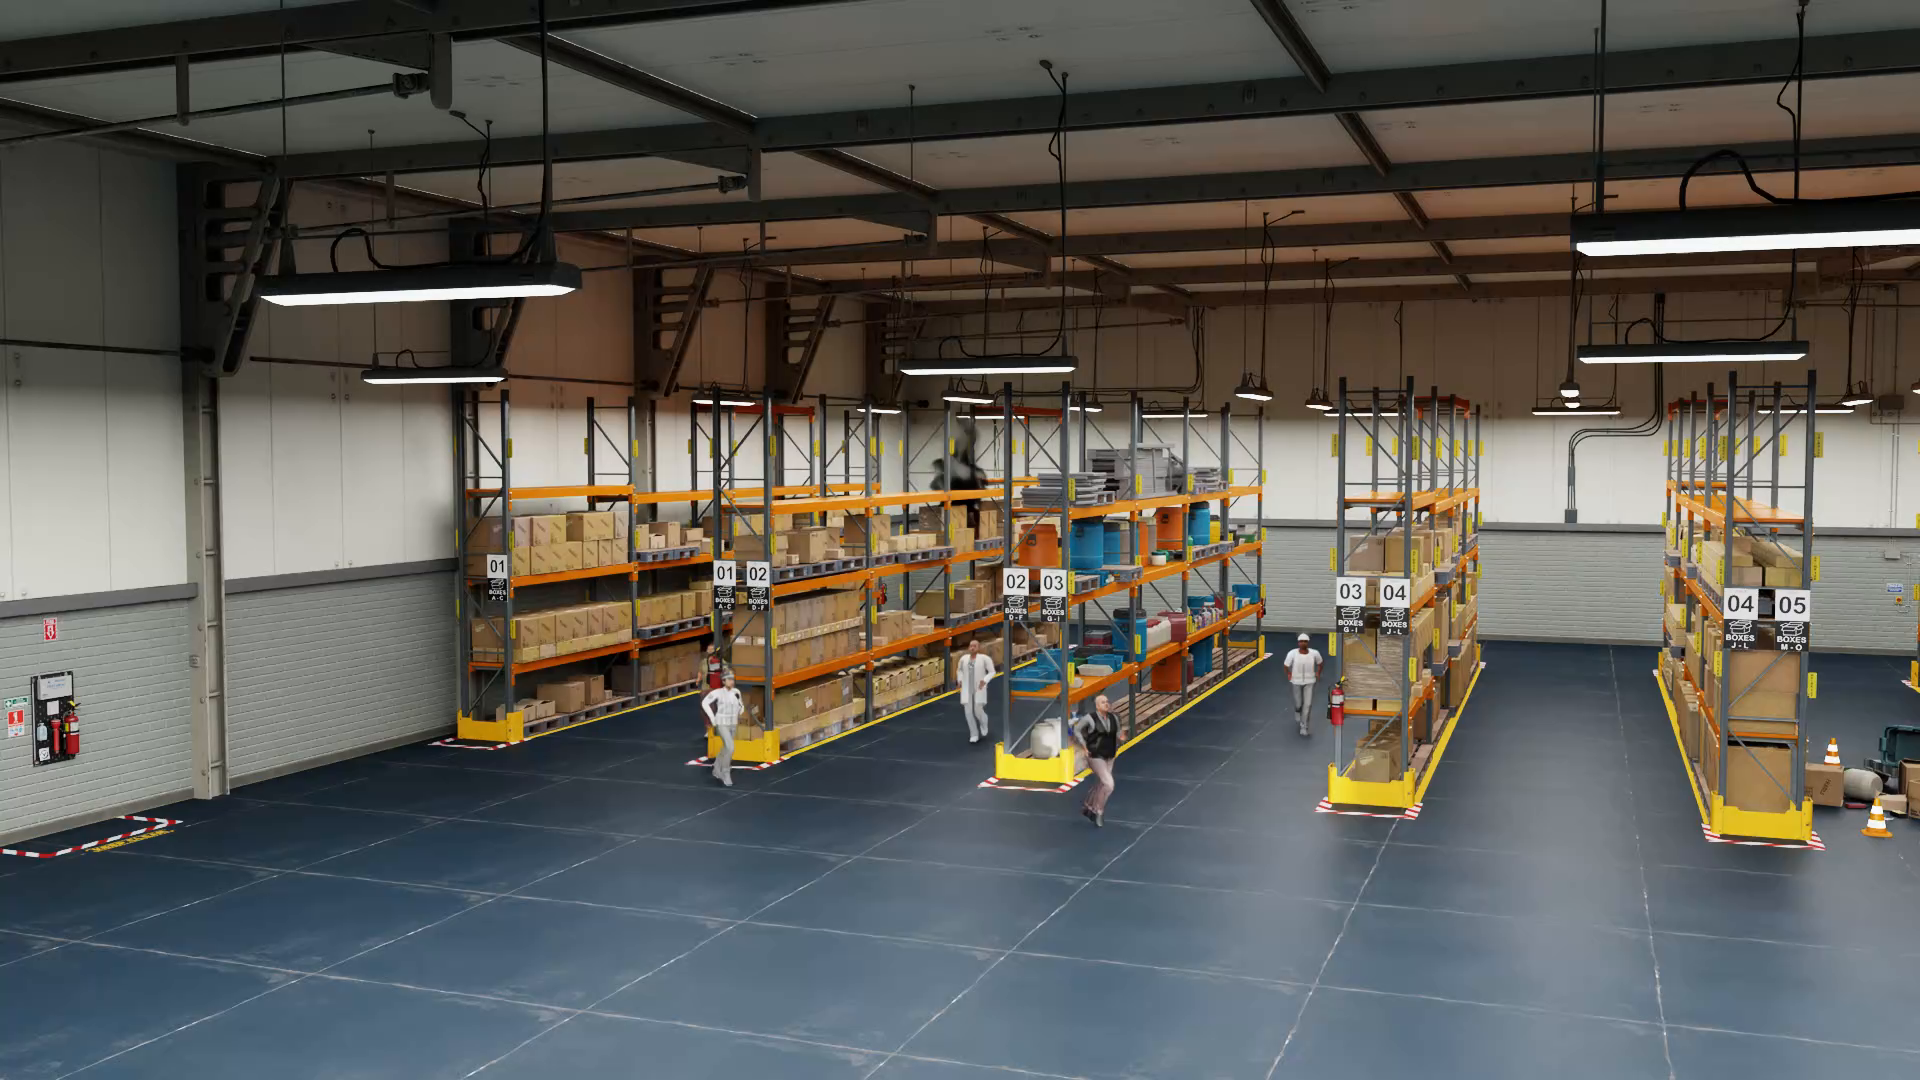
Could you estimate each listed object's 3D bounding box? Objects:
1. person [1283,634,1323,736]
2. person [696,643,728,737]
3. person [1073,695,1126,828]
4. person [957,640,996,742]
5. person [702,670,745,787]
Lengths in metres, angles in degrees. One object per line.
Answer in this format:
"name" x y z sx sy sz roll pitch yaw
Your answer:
"person" 6.058 2.526 29.327 0.699 1.757 0.850 1 3 10
"person" -4.319 2.598 28.863 0.580 1.619 0.544 1 3 16
"person" 1.903 2.942 22.138 0.627 1.762 0.739 -2 4 -37
"person" 0.255 2.568 28.411 0.696 1.731 0.639 1 3 18
"person" -3.494 2.762 24.820 0.605 1.666 0.695 -3 4 -45
